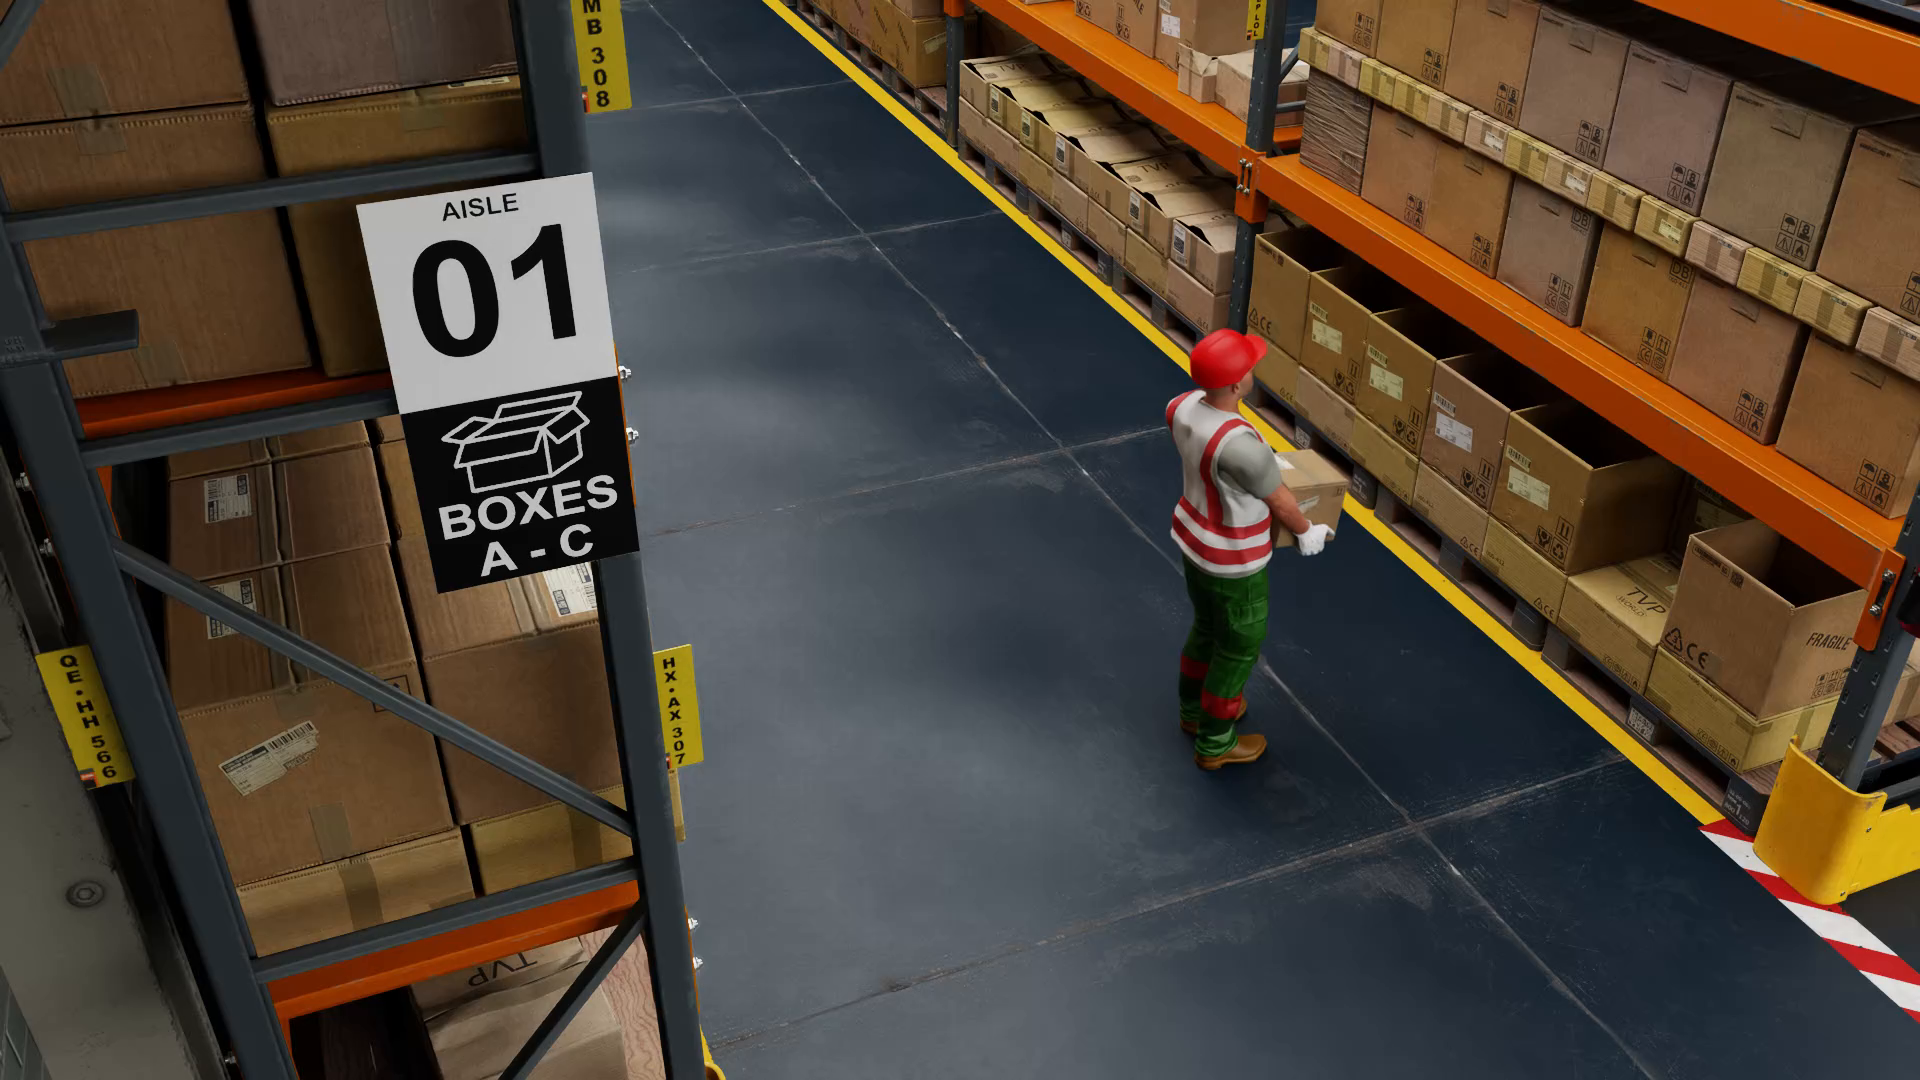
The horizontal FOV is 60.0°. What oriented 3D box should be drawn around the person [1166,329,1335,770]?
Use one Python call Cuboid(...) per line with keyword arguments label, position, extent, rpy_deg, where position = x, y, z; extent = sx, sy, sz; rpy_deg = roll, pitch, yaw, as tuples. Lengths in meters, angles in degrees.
Cuboid(label="person", position=(1.044, 0.016, 6.100), extent=(0.560, 1.782, 0.493), rpy_deg=(-12, 35, -18))
